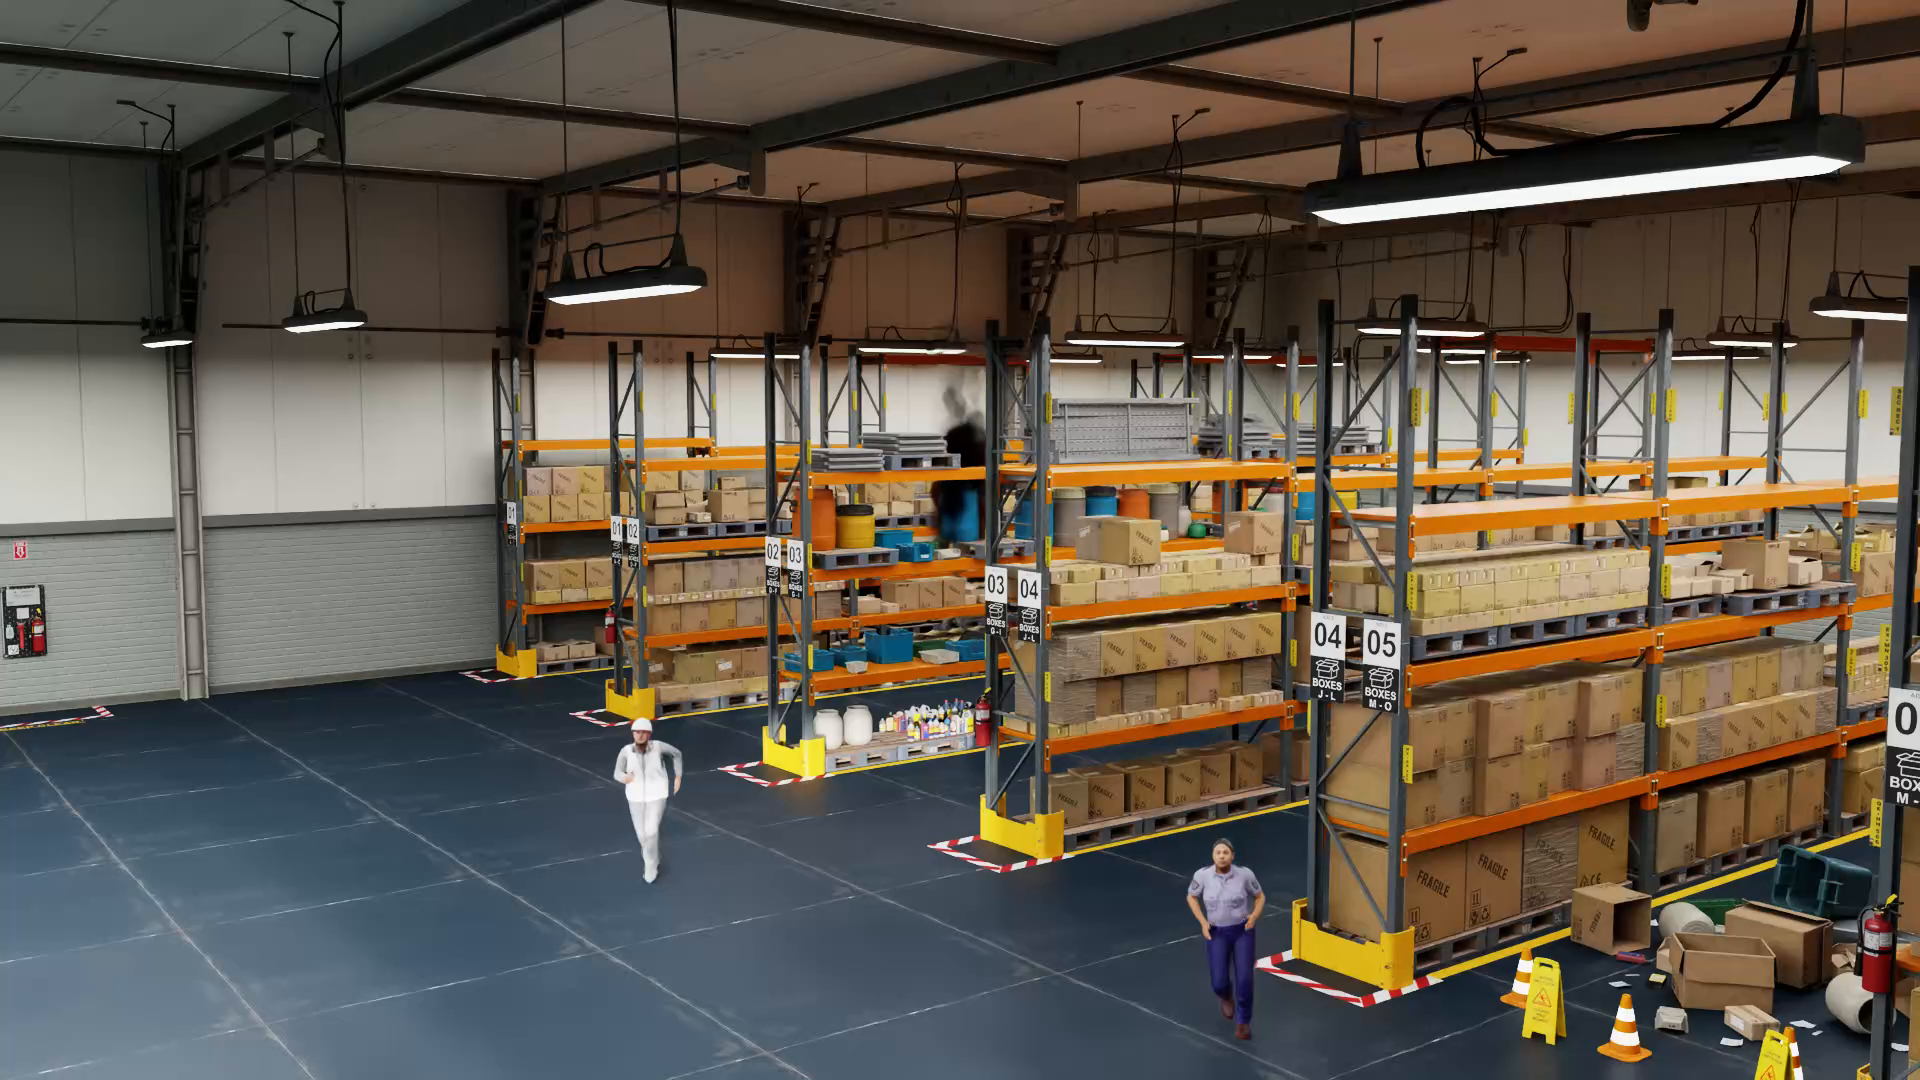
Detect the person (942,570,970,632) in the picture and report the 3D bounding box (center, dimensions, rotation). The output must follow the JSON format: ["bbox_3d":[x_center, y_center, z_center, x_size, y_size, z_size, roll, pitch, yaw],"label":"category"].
[{"bbox_3d":[-0.074,1.346,33.008,0.932,1.797,0.680,-4,6,-36],"label":"person"}]

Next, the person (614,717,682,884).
[{"bbox_3d":[-3.308,2.737,17.607,0.682,1.763,0.807,0,5,-1],"label":"person"}]

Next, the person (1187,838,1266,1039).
[{"bbox_3d":[2.154,3.199,13.457,0.626,1.594,0.592,0,5,6],"label":"person"}]
